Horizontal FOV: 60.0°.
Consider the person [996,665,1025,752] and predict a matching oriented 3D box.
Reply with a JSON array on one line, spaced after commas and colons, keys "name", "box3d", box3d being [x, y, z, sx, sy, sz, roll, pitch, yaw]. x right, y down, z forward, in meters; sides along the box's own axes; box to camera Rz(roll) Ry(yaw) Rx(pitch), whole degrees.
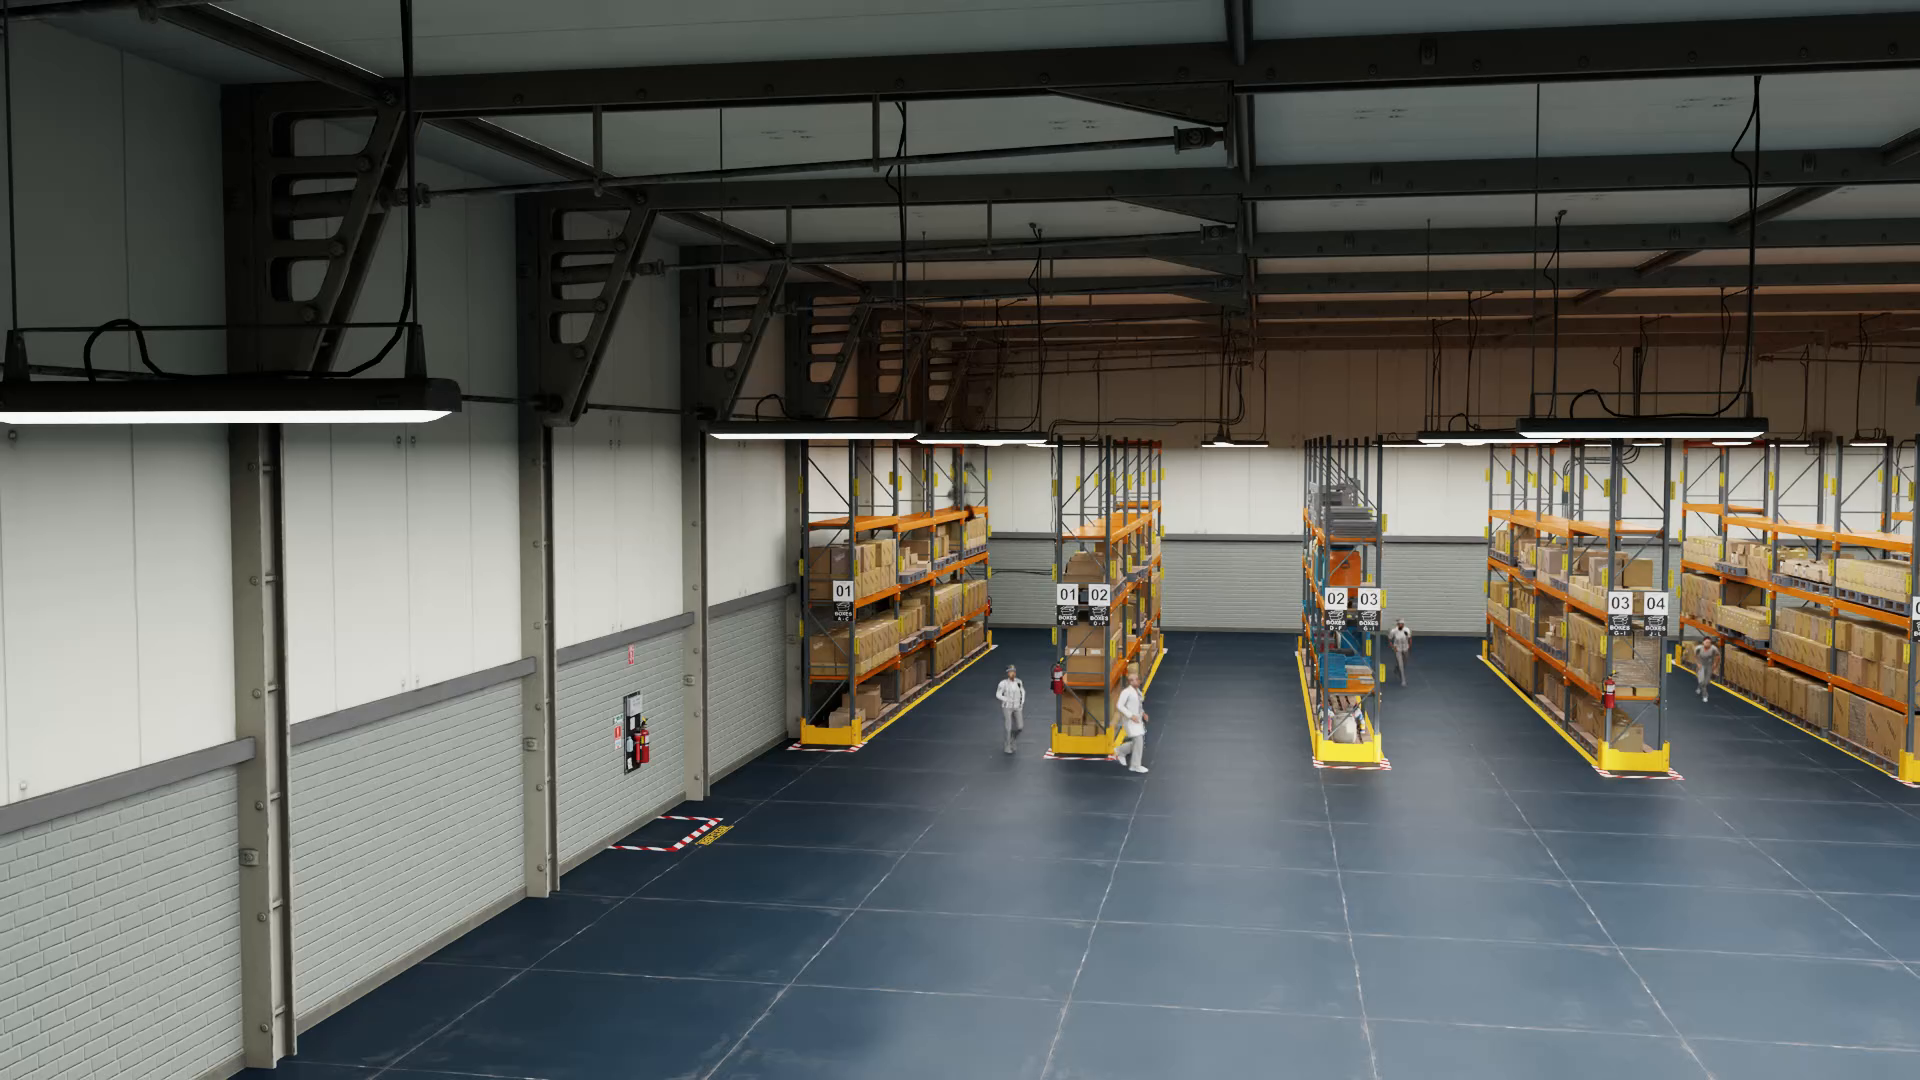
[{"name": "person", "box3d": [1.003, 3.184, 31.405, 0.611, 1.677, 0.522, -1, 3, -17]}]

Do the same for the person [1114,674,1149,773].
[{"name": "person", "box3d": [3.022, 3.247, 29.627, 0.725, 1.748, 0.727, 2, 4, 33]}]

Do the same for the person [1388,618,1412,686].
[{"name": "person", "box3d": [10.779, 2.722, 40.794, 0.582, 1.677, 0.838, 0, 3, -3]}]

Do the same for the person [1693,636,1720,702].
[{"name": "person", "box3d": [17.062, 2.922, 38.038, 0.577, 1.525, 0.872, 1, 3, 18]}]
